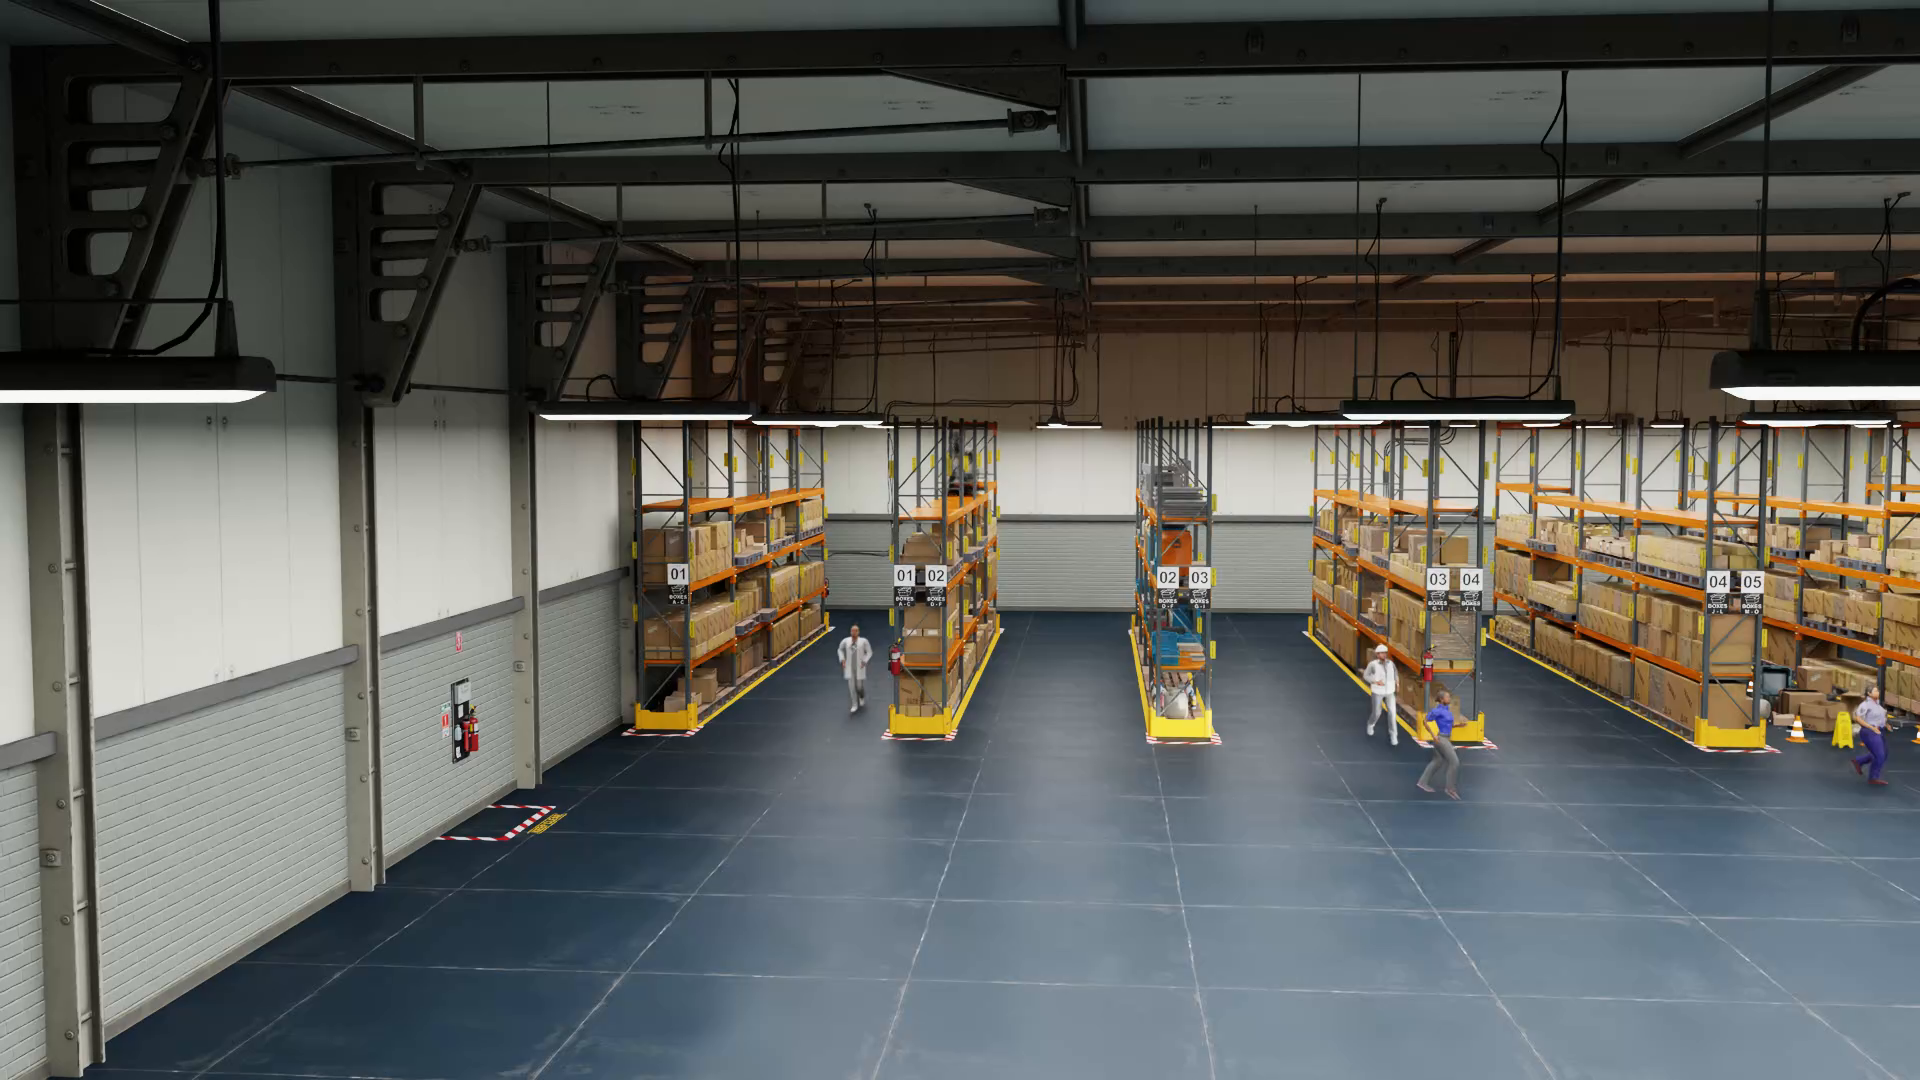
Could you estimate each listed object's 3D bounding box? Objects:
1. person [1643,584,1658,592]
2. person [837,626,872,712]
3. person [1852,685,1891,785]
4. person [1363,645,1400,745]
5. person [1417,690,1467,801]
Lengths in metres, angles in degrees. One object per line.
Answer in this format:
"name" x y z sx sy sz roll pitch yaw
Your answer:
"person" 19.692 1.805 47.266 0.689 1.764 0.686 1 4 12
"person" -2.165 2.627 34.149 0.721 1.740 0.718 0 4 3
"person" 14.808 3.155 27.074 0.609 1.595 0.629 -3 5 -37
"person" 7.793 2.829 30.710 0.710 1.806 0.877 0 4 -7
"person" 7.524 3.201 25.976 0.768 1.720 0.545 2 4 25
